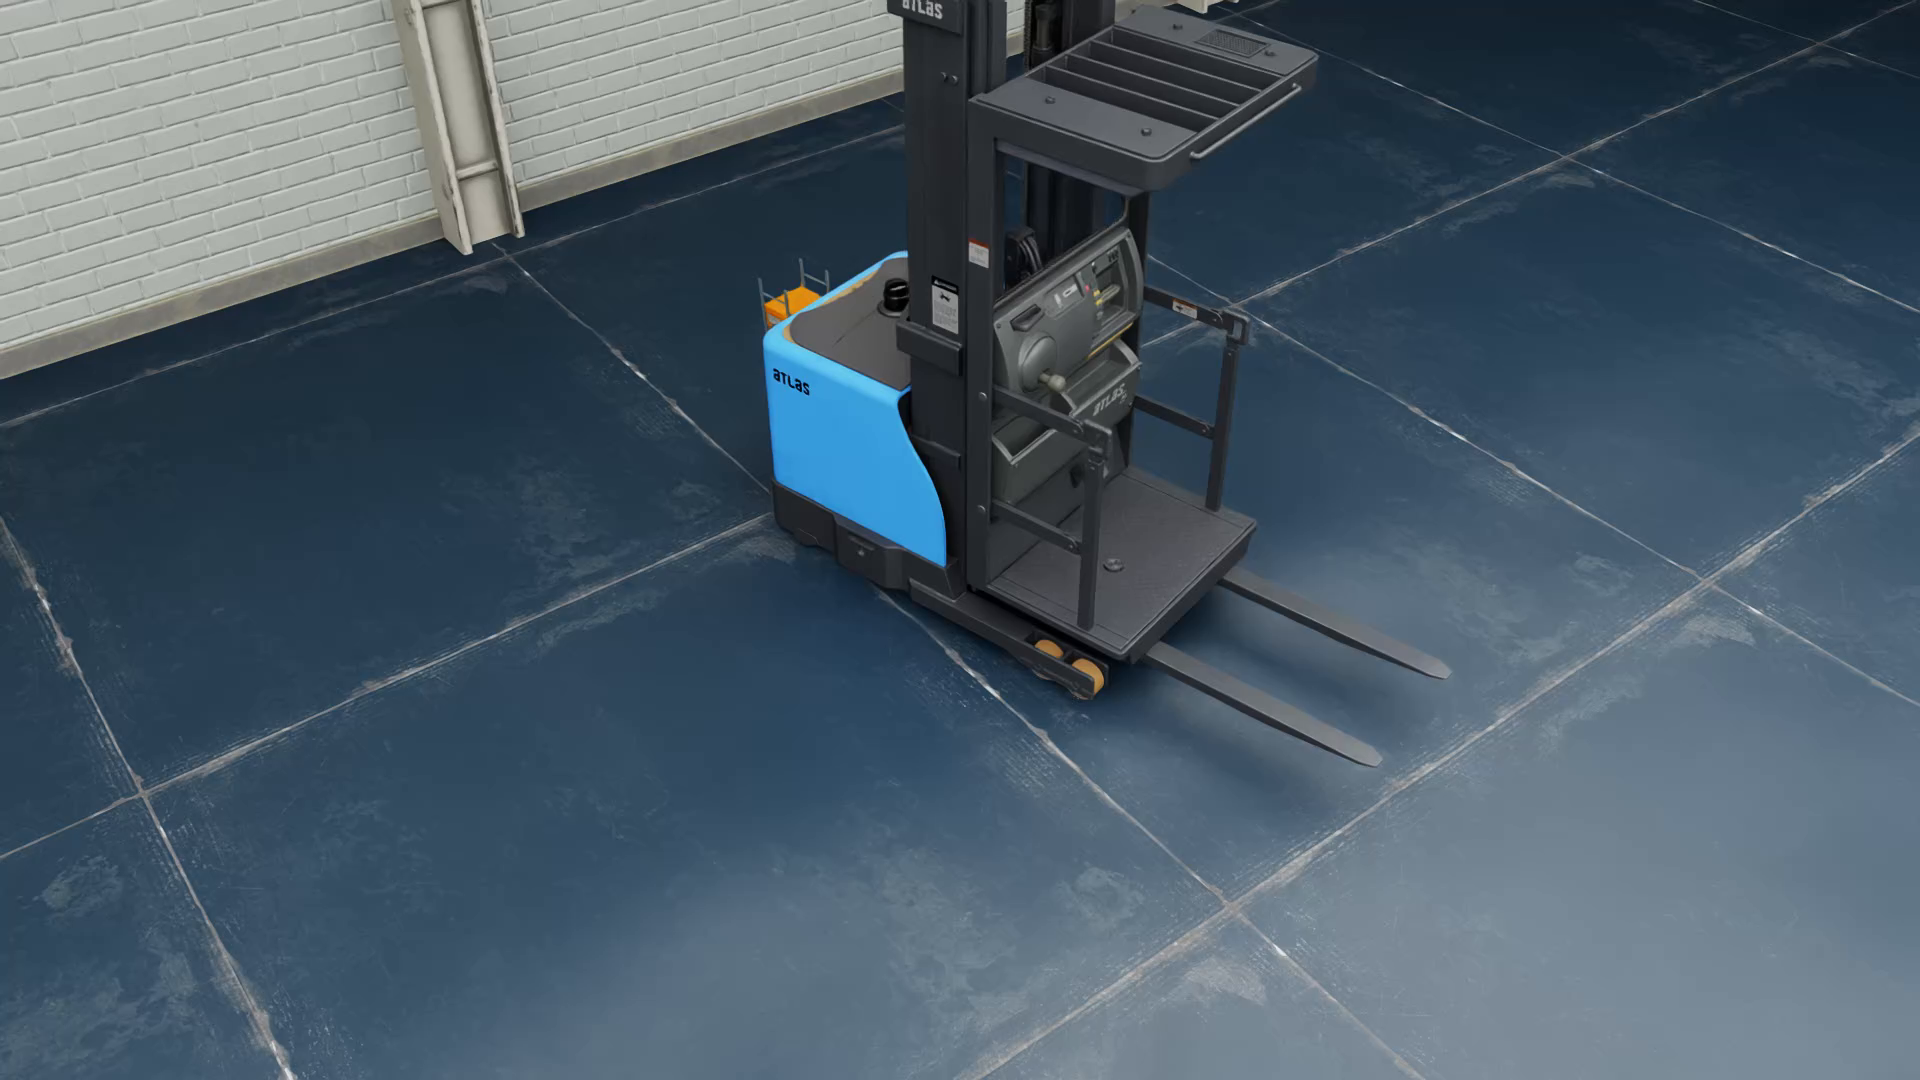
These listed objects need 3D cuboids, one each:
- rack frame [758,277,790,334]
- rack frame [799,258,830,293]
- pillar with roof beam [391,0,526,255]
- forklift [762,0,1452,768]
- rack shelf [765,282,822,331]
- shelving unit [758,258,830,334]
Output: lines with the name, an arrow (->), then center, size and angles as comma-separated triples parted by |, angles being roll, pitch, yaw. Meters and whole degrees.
rack frame -> -0.819, -0.730, 7.801 | 0.008, 1.050, 0.200 | -32, 45, -33
rack frame -> -0.646, -0.839, 7.934 | 0.008, 1.050, 0.200 | -32, 45, -33
pillar with roof beam -> -0.232, -3.144, 4.487 | 0.400, 9.000, 9.100 | -26, 46, -28
forklift -> 0.603, -0.853, 6.479 | 3.031, 2.935, 1.130 | 26, 46, 28
rack shelf -> -0.746, -1.004, 7.705 | 0.240, 0.259, 0.215 | -32, 45, -33
shelving unit -> -0.733, -0.785, 7.867 | 0.252, 1.050, 0.215 | -32, 45, -33
